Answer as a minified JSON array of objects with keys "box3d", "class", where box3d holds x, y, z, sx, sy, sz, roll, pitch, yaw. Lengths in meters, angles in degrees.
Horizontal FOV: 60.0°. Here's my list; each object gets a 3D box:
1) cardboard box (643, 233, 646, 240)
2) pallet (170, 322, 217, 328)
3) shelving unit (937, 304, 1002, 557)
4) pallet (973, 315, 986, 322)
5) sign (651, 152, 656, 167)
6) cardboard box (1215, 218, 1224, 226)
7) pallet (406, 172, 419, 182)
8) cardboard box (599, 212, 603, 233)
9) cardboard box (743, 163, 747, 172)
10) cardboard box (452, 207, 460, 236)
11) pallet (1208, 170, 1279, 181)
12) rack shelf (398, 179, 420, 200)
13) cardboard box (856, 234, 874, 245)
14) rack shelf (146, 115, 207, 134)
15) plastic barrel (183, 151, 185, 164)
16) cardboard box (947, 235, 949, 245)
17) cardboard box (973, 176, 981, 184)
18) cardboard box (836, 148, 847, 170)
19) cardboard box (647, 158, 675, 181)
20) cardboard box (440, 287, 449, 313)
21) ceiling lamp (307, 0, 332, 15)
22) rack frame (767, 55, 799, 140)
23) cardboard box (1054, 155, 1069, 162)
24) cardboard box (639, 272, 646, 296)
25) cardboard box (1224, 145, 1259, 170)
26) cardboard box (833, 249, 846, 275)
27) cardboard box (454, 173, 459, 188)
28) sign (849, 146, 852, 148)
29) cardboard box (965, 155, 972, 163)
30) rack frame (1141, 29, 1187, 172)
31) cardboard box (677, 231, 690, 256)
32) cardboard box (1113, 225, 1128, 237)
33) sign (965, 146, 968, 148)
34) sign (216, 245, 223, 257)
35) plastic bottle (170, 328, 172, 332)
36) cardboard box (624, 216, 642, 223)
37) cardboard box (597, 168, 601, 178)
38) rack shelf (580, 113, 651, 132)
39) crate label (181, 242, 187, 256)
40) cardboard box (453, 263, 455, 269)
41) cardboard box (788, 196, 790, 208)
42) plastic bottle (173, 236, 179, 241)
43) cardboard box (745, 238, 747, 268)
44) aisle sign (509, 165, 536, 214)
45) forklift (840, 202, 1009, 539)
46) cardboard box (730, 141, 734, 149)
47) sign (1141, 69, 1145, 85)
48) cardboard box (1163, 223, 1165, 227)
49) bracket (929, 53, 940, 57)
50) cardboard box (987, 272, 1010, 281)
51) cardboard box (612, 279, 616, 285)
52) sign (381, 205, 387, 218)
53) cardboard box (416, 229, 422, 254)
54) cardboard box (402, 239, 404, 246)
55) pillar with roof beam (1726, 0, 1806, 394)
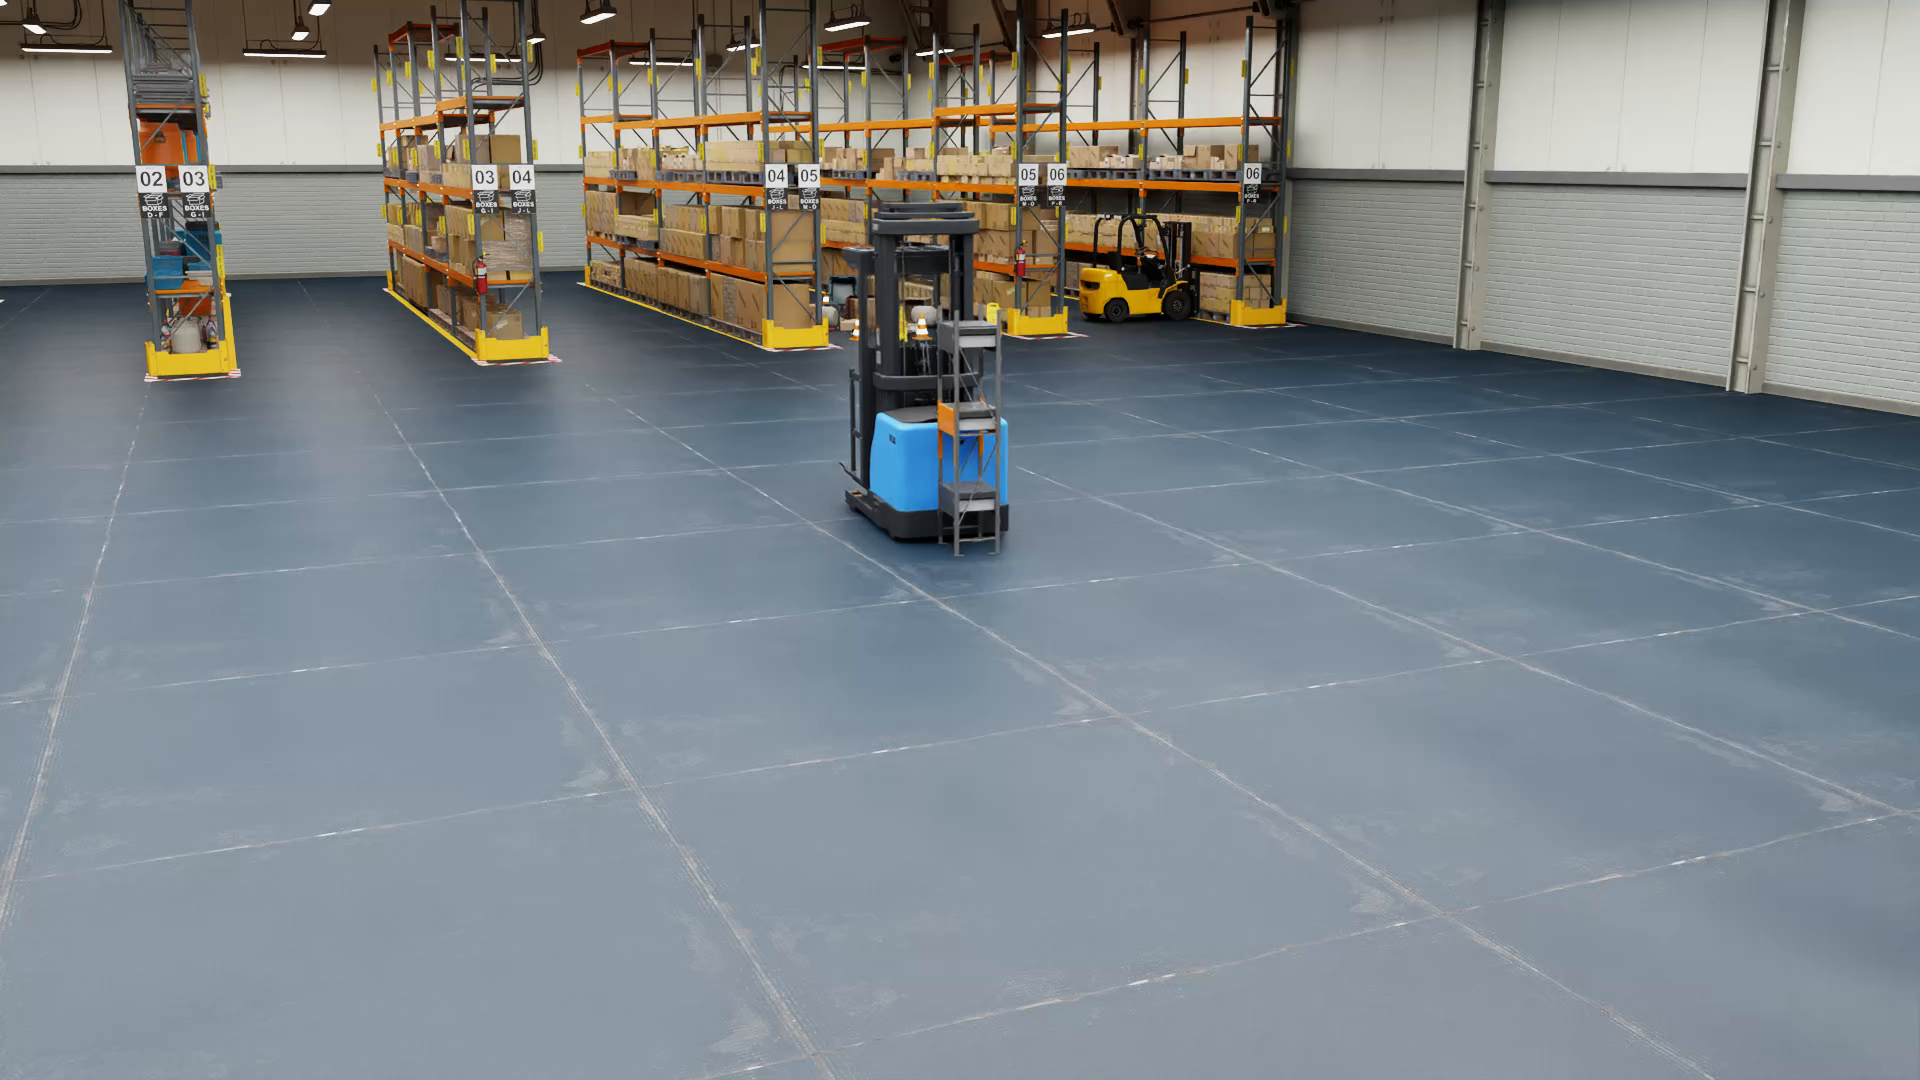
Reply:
[{"box3d":[-6.890,-6.811,37.272,0.380,0.149,0.250,-6,14,-23],"class":"cardboard box"},{"box3d":[-14.538,-3.969,31.549,1.003,0.211,1.213,-6,14,-23],"class":"pallet"},{"box3d":[0.076,-0.942,14.282,0.431,2.100,0.503,-4,14,-17],"class":"shelving unit"},{"box3d":[0.718,-4.512,33.897,1.003,0.211,1.213,-6,14,-23],"class":"pallet"},{"box3d":[-6.672,-8.282,36.201,0.100,0.325,0.005,-6,14,-23],"class":"sign"},{"box3d":[5.479,-6.546,34.179,0.380,0.149,0.250,-5,14,-22],"class":"cardboard box"},{"box3d":[-11.065,-7.687,35.199,1.213,0.211,1.003,-5,14,-20],"class":"pallet"},{"box3d":[-8.820,-8.030,42.033,0.500,0.500,0.500,-6,14,-24],"class":"cardboard box"},{"box3d":[-3.717,-6.752,30.142,0.380,0.149,0.250,-5,14,-22],"class":"cardboard box"},{"box3d":[-8.808,-5.722,29.840,0.500,0.500,0.500,-6,14,-23],"class":"cardboard box"},{"box3d":[5.813,-7.448,33.941,1.003,0.211,1.213,-6,14,-23],"class":"pallet"},{"box3d":[-11.560,-7.714,36.490,1.077,0.370,4.000,-6,14,-23],"class":"rack shelf"},{"box3d":[-2.119,-7.093,39.196,0.500,0.250,0.500,-6,14,-25],"class":"cardboard box"},{"box3d":[-14.496,-7.707,30.693,1.077,0.370,4.000,-6,14,-23],"class":"rack shelf"},{"box3d":[-12.666,-6.071,26.449,0.600,0.588,0.600,0,13,0],"class":"plastic barrel"},{"box3d":[0.067,-6.234,34.273,0.500,0.500,0.500,-6,14,-23],"class":"cardboard box"},{"box3d":[0.471,-7.133,32.941,0.380,0.149,0.250,-6,14,-24],"class":"cardboard box"},{"box3d":[-2.650,-9.138,39.893,0.500,0.500,0.500,-5,14,-22],"class":"cardboard box"},{"box3d":[-6.635,-8.222,36.868,0.500,0.500,0.500,-6,14,-23],"class":"cardboard box"},{"box3d":[-10.238,-4.936,34.114,0.700,0.500,0.500,-7,15,-28],"class":"cardboard box"},{"box3d":[-11.076,-10.908,29.096,0.800,3.185,2.000,-6,14,-23],"class":"ceiling lamp"},{"box3d":[-4.883,-11.660,45.294,1.000,3.000,0.127,-6,14,-23],"class":"rack frame"},{"box3d":[2.459,-9.306,40.561,0.380,0.149,0.250,-5,14,-21],"class":"cardboard box"},{"box3d":[-7.108,-5.931,38.458,0.500,0.500,0.500,-6,14,-25],"class":"cardboard box"},{"box3d":[5.672,-7.714,33.520,0.500,0.500,0.500,-5,14,-21],"class":"cardboard box"},{"box3d":[-2.590,-6.774,41.267,0.875,0.875,0.875,-5,14,-21],"class":"cardboard box"},{"box3d":[-8.587,-6.315,29.183,0.500,0.250,0.500,-6,14,-24],"class":"cardboard box"},{"box3d":[-2.788,-9.829,42.188,0.100,0.325,0.005,-6,14,-23],"class":"sign"},{"box3d":[0.323,-7.627,33.309,0.380,0.149,0.250,-6,14,-24],"class":"cardboard box"},{"box3d":[4.470,-9.630,36.523,1.000,3.000,0.127,-6,14,-23],"class":"rack frame"},{"box3d":[-5.636,-6.236,34.941,0.500,0.500,0.500,-6,14,-24],"class":"cardboard box"},{"box3d":[3.826,-7.062,37.955,0.500,0.250,0.500,-6,14,-24],"class":"cardboard box"},{"box3d":[0.180,-11.126,47.672,0.100,0.325,0.005,-6,14,-23],"class":"sign"},{"box3d":[-13.186,-5.098,29.632,0.100,0.325,0.005,-6,14,-23],"class":"sign"},{"box3d":[-13.380,-3.491,28.365,0.152,0.276,0.135,-6,14,-23],"class":"plastic bottle"},{"box3d":[-7.621,-7.478,38.832,0.380,0.149,0.250,-6,14,-23],"class":"cardboard box"},{"box3d":[-8.811,-9.220,41.735,0.500,0.250,0.500,-6,14,-23],"class":"cardboard box"},{"box3d":[-8.577,-10.427,41.568,1.077,0.370,4.000,-6,14,-23],"class":"rack shelf"},{"box3d":[-15.147,-5.530,32.032,0.502,0.435,0.616,-6,14,-23],"class":"crate label"},{"box3d":[-9.132,-5.067,30.670,0.380,0.149,0.250,-6,14,-23],"class":"cardboard box"},{"box3d":[-4.325,-8.834,43.947,0.500,0.500,0.500,-6,14,-23],"class":"cardboard box"},{"box3d":[-17.039,-6.434,36.128,0.144,0.351,0.185,-6,14,-23],"class":"plastic bottle"},{"box3d":[-3.509,-5.348,30.994,0.875,0.550,0.550,-6,14,-23],"class":"cardboard box"},{"box3d":[-7.255,-5.818,27.589,0.394,0.787,0.004,-6,14,-23],"class":"aisle sign"},{"box3d":[-0.485,-1.728,15.834,1.130,2.935,3.031,-4,14,-17],"class":"forklift"},{"box3d":[-4.026,-7.299,30.737,0.380,0.149,0.250,-6,14,-23],"class":"cardboard box"},{"box3d":[3.978,-10.073,36.186,0.100,0.325,0.005,-6,14,-23],"class":"sign"},{"box3d":[4.623,-6.820,36.026,0.380,0.149,0.250,-5,14,-22],"class":"cardboard box"},{"box3d":[-0.750,-14.384,49.078,0.235,0.232,0.430,-6,14,-23],"class":"bracket"},{"box3d":[0.757,-5.190,32.708,0.380,0.149,0.250,-5,14,-21],"class":"cardboard box"},{"box3d":[-8.438,-6.419,41.344,0.380,0.149,0.250,-6,14,-25],"class":"cardboard box"},{"box3d":[-14.474,-8.254,41.785,0.100,0.325,0.005,-6,14,-23],"class":"sign"},{"box3d":[-11.378,-6.422,35.742,0.500,0.500,0.500,-6,14,-23],"class":"cardboard box"},{"box3d":[-12.783,-6.927,38.705,0.380,0.149,0.250,-6,14,-23],"class":"cardboard box"},{"box3d":[7.482,-6.161,21.533,9.100,9.000,0.400,-6,14,-23],"class":"pillar with roof beam"}]
